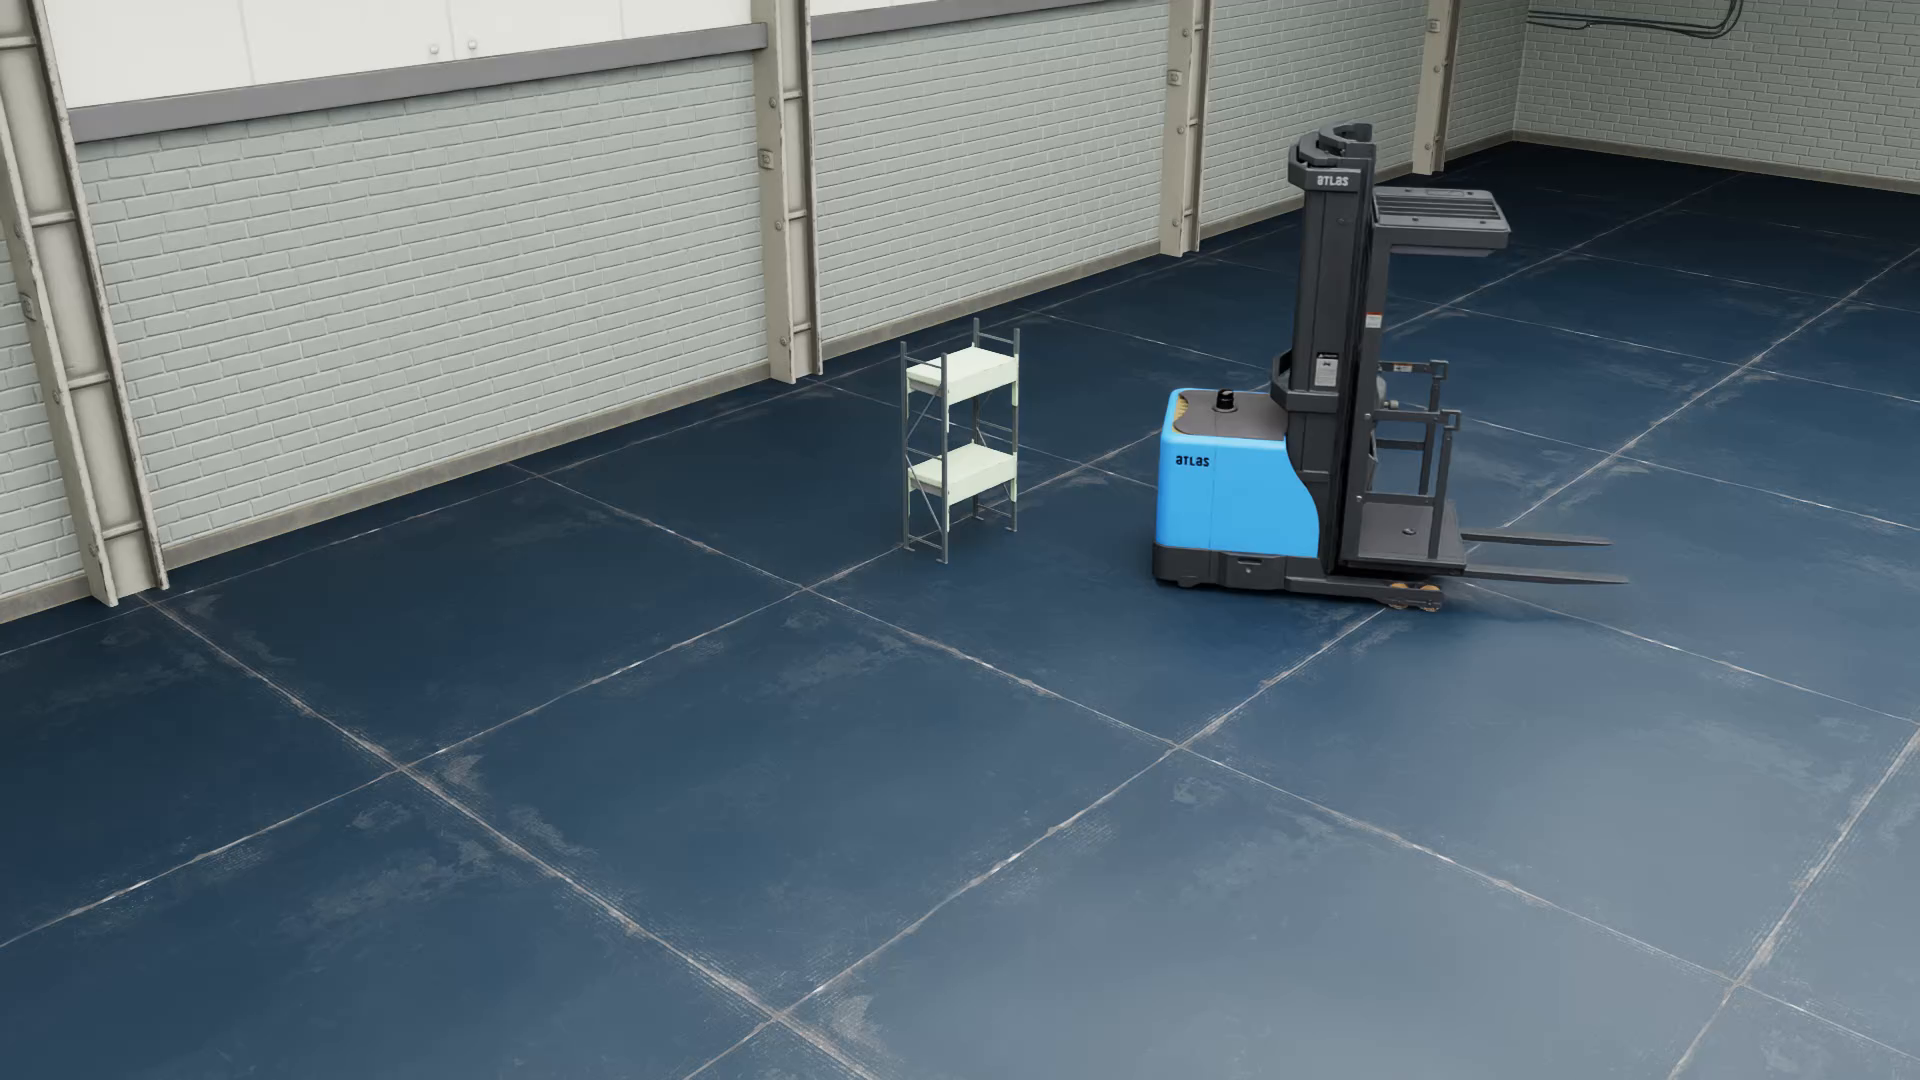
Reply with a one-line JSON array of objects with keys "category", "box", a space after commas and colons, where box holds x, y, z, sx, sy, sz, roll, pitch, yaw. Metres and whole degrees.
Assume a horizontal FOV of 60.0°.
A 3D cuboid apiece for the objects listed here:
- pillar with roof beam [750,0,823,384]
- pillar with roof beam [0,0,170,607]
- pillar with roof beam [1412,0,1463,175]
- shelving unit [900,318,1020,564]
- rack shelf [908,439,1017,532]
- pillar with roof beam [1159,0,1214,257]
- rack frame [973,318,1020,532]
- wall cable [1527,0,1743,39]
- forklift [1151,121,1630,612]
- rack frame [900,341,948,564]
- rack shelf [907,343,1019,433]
[{"category": "pillar with roof beam", "box": [1.718, -4.425, 10.621, 9.100, 9.000, 0.400, 20, 31, 38]}, {"category": "pillar with roof beam", "box": [-2.287, -2.597, 6.544, 9.100, 9.000, 0.400, 20, 31, 38]}, {"category": "pillar with roof beam", "box": [9.727, -8.082, 18.775, 9.100, 9.000, 0.400, 20, 31, 38]}, {"category": "shelving unit", "box": [0.004, -0.686, 11.448, 0.431, 1.500, 0.755, 20, 31, 38]}, {"category": "rack shelf", "box": [0.004, -0.389, 11.581, 0.431, 0.370, 0.720, 20, 31, 38]}, {"category": "pillar with roof beam", "box": [5.722, -6.253, 14.698, 9.100, 9.000, 0.400, 20, 31, 38]}, {"category": "rack frame", "box": [0.249, -0.798, 11.696, 0.400, 1.500, 0.023, 20, 31, 38]}, {"category": "wall cable", "box": [9.472, -8.377, 23.229, 3.097, 2.526, 0.112, 20, 31, 38]}, {"category": "forklift", "box": [2.844, -1.112, 10.648, 3.031, 2.935, 1.130, 4, 25, 10]}, {"category": "rack frame", "box": [-0.240, -0.575, 11.199, 0.400, 1.500, 0.023, 20, 31, 38]}, {"category": "rack shelf", "box": [0.004, -1.042, 11.288, 0.431, 0.370, 0.720, 20, 31, 38]}]
